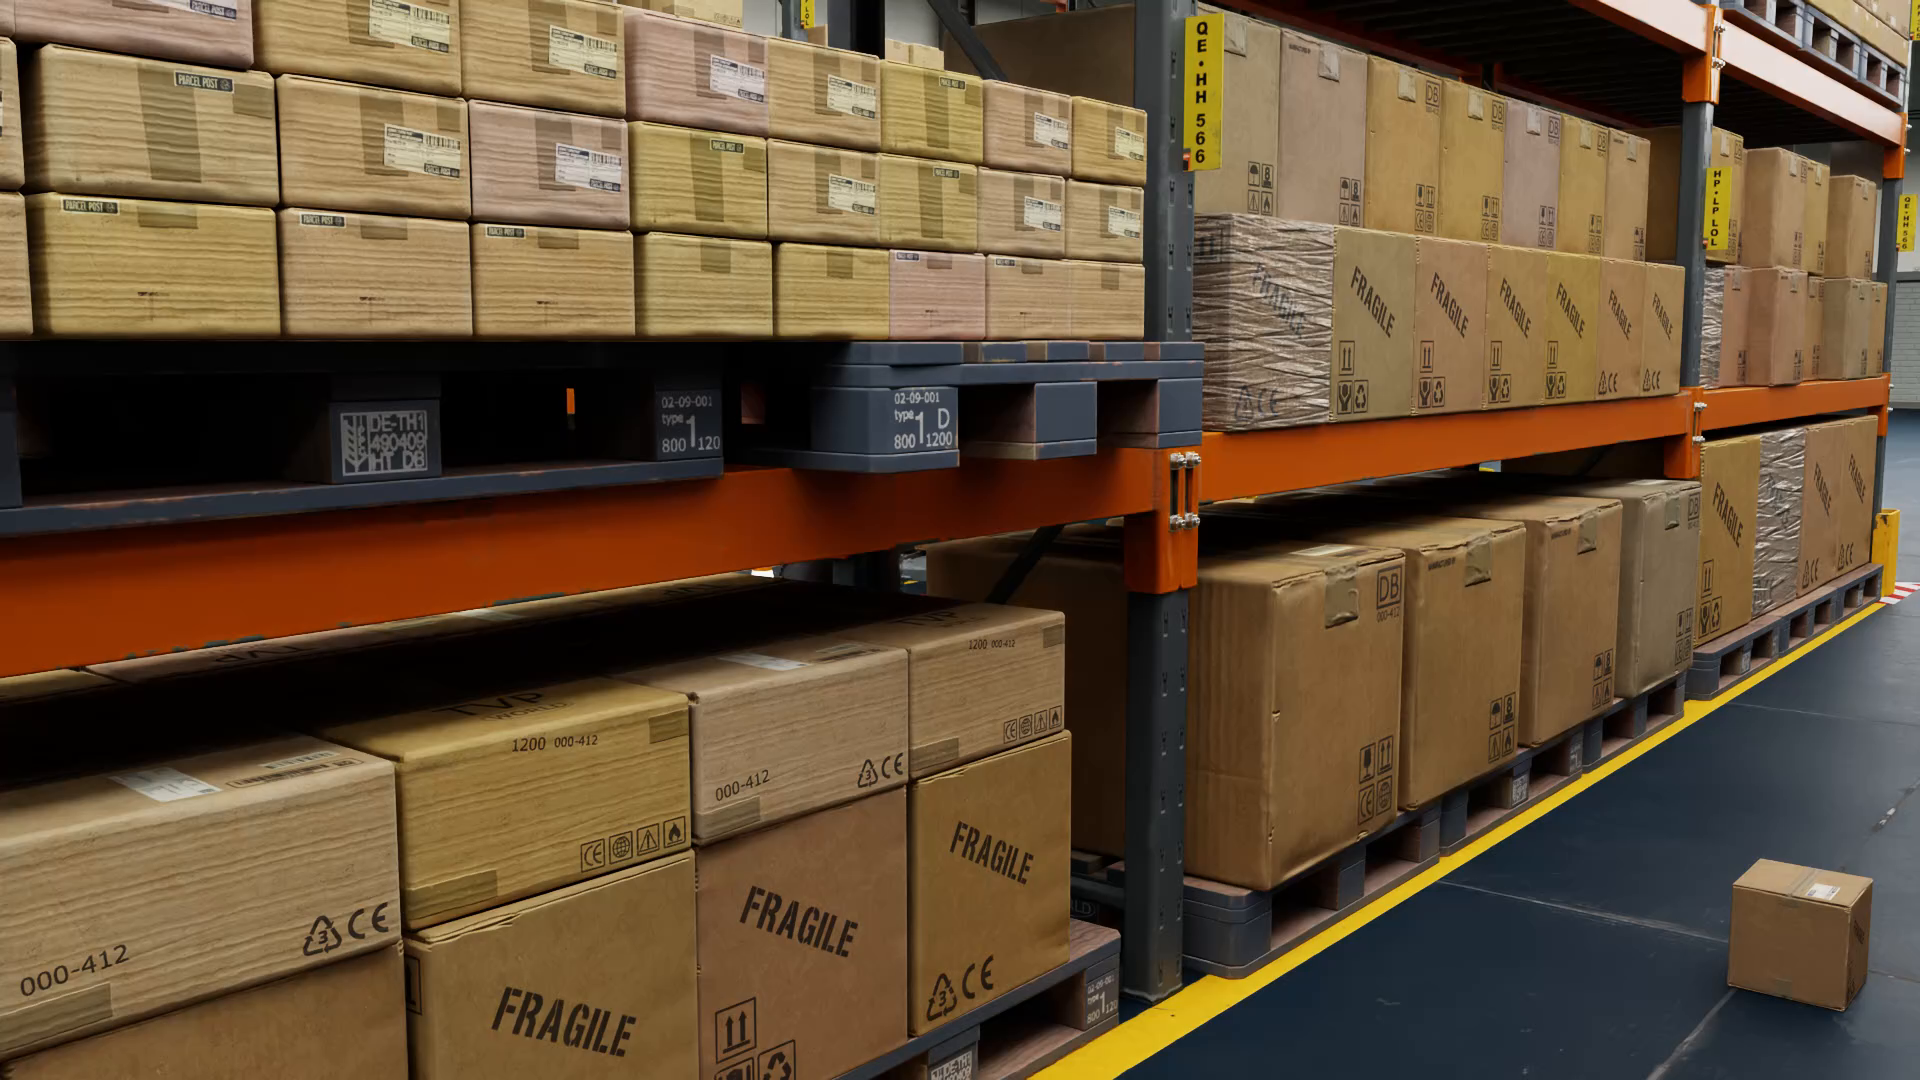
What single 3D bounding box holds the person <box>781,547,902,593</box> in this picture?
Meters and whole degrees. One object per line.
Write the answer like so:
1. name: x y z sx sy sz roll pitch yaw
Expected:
1. person: -0.376 -0.010 5.888 0.533 1.683 0.482 -6 9 -42
